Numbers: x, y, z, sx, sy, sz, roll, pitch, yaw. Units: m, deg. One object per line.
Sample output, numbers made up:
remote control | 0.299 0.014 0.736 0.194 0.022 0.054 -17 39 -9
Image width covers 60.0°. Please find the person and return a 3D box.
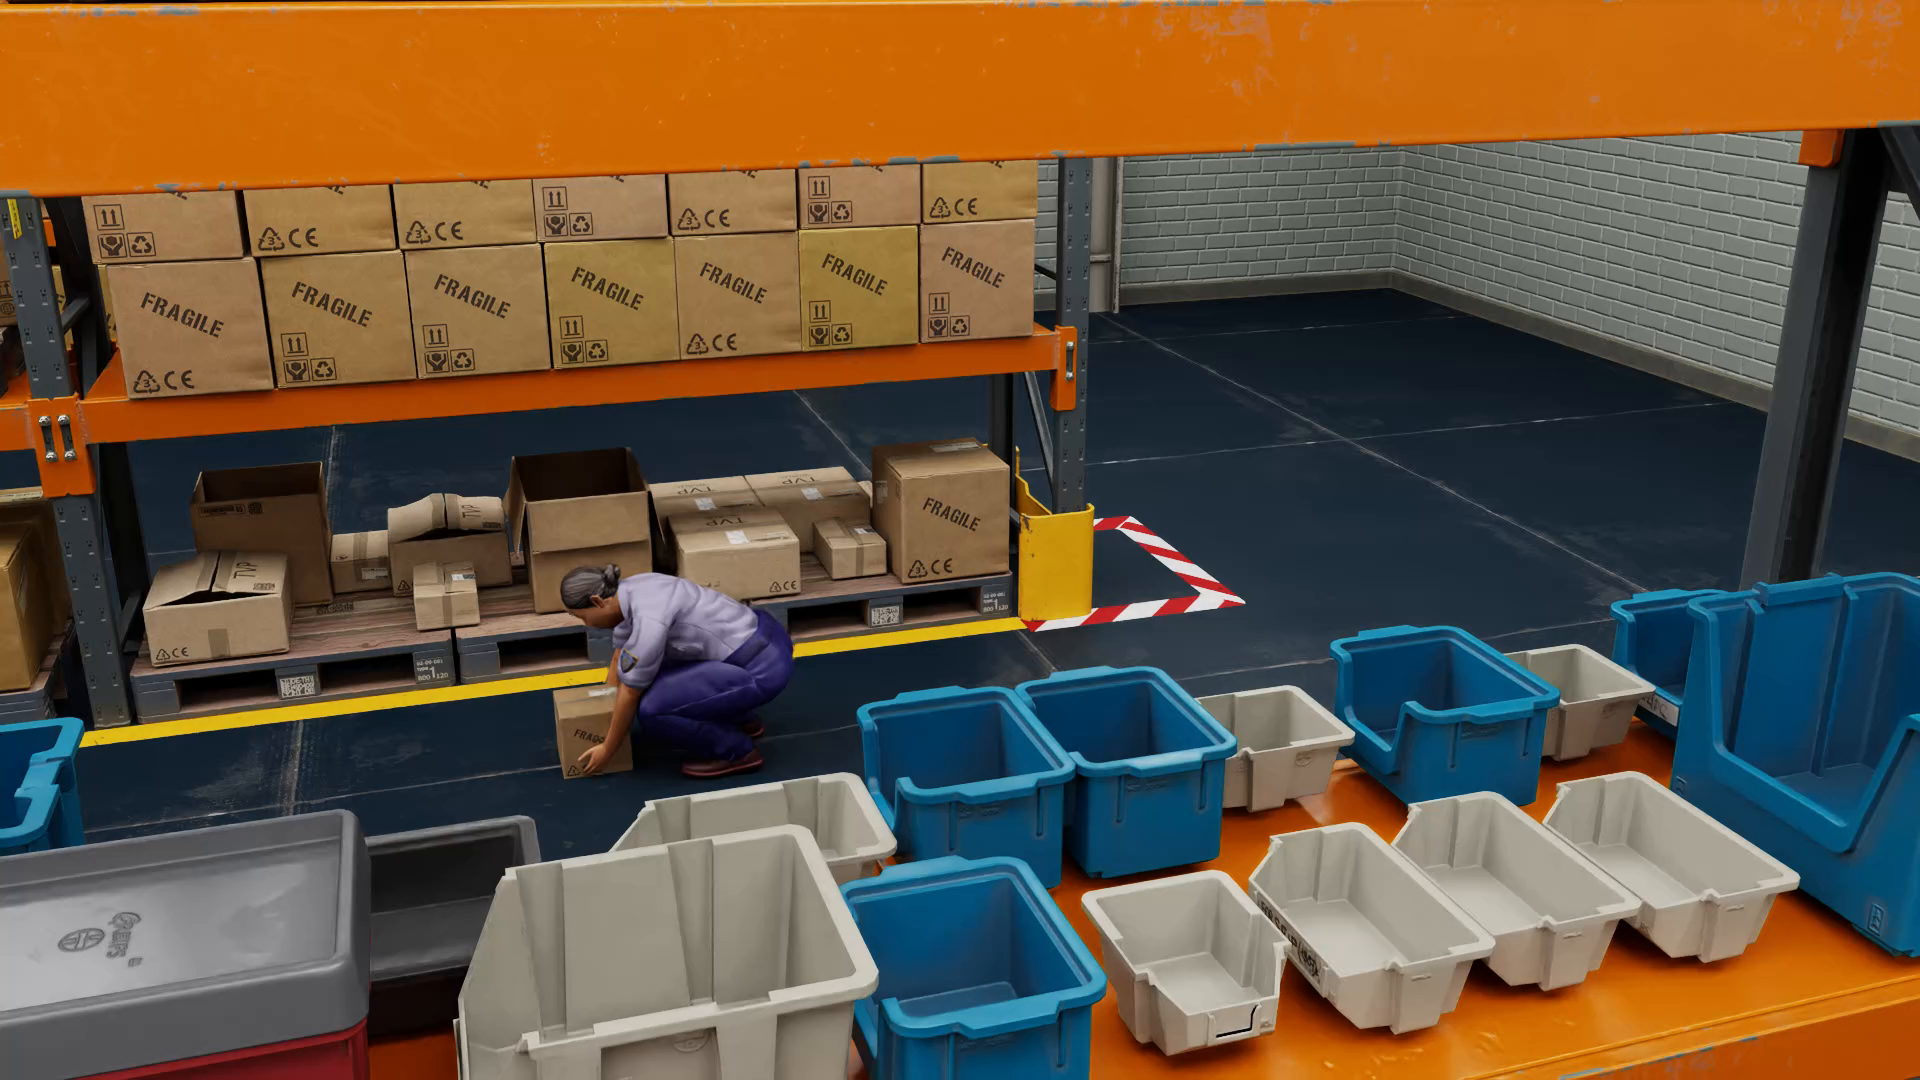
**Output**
person | -1.100 0.443 6.124 0.725 0.802 0.516 -2 19 -5
